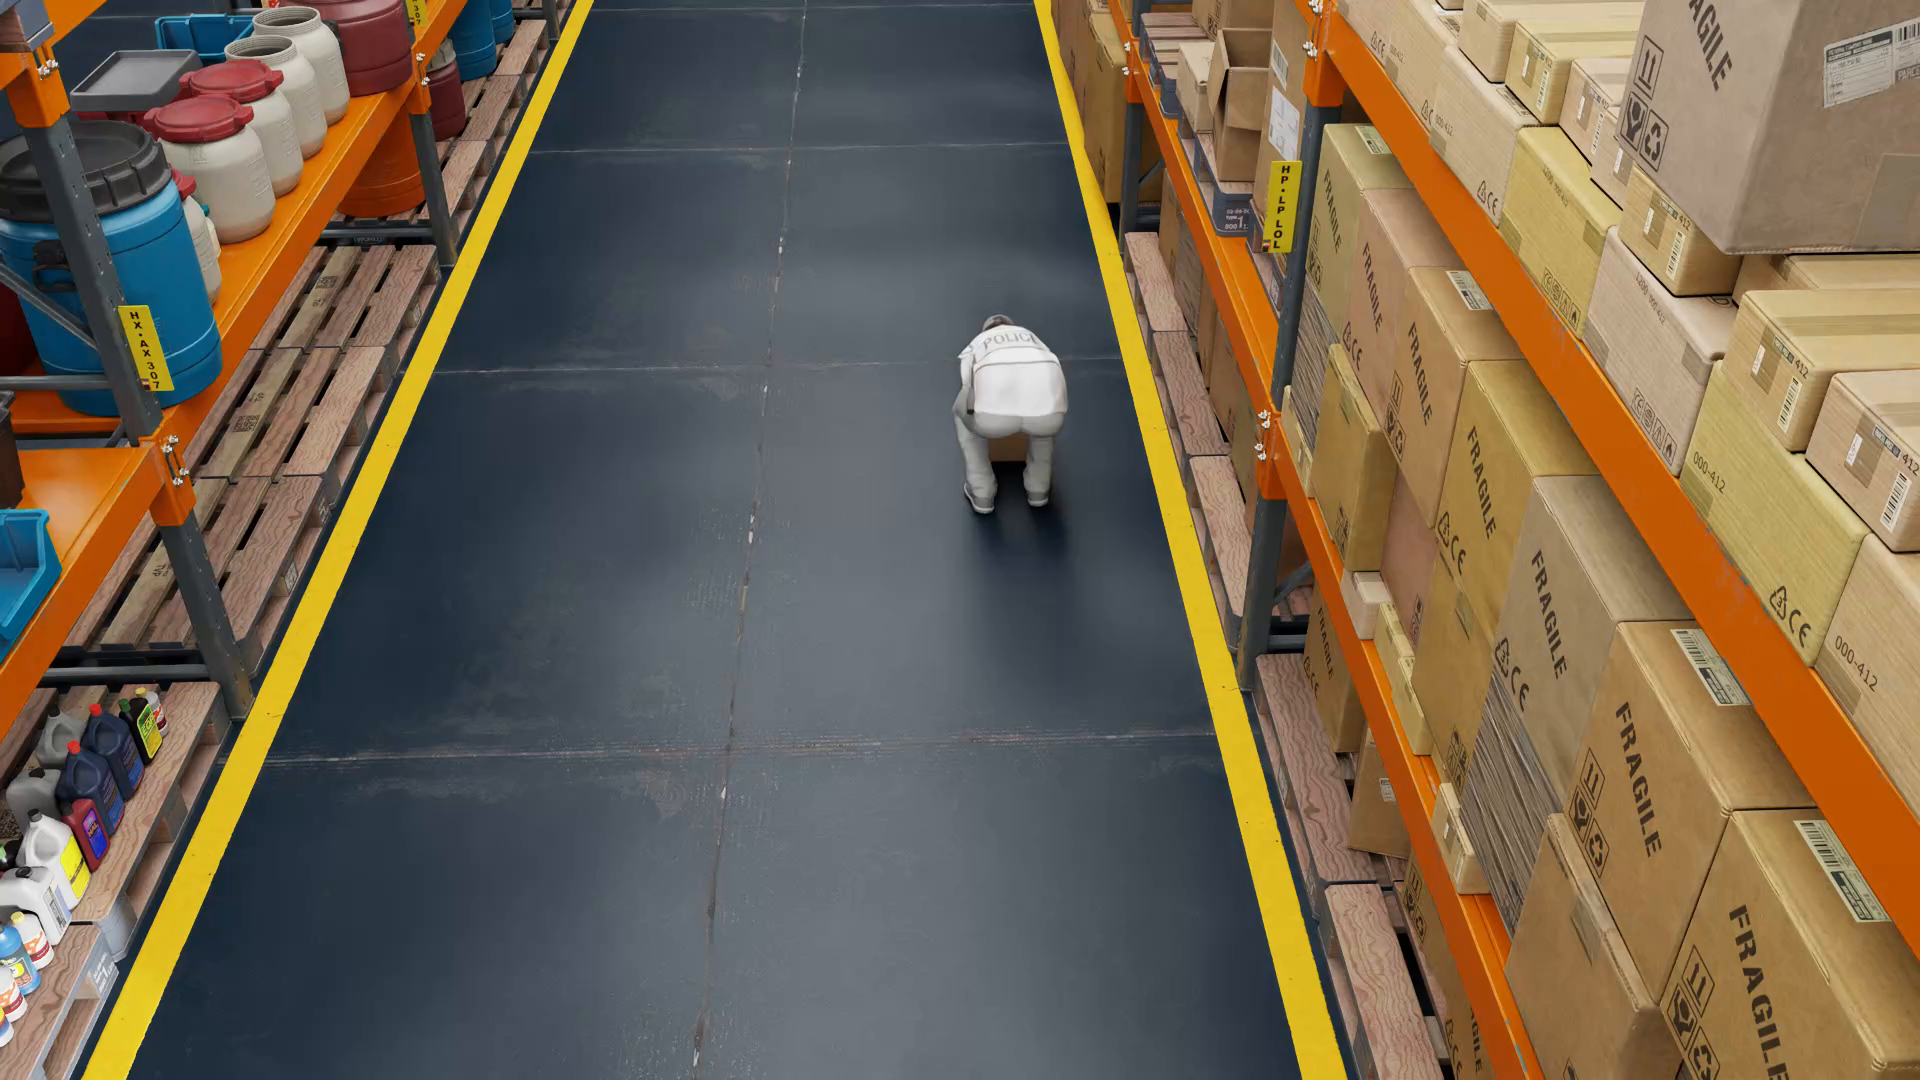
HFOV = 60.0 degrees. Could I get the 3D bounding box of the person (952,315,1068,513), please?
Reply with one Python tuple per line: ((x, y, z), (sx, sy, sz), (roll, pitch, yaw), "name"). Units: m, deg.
((0.222, -0.627, 7.723), (0.515, 0.864, 0.939), (-3, 36, -4), "person")
